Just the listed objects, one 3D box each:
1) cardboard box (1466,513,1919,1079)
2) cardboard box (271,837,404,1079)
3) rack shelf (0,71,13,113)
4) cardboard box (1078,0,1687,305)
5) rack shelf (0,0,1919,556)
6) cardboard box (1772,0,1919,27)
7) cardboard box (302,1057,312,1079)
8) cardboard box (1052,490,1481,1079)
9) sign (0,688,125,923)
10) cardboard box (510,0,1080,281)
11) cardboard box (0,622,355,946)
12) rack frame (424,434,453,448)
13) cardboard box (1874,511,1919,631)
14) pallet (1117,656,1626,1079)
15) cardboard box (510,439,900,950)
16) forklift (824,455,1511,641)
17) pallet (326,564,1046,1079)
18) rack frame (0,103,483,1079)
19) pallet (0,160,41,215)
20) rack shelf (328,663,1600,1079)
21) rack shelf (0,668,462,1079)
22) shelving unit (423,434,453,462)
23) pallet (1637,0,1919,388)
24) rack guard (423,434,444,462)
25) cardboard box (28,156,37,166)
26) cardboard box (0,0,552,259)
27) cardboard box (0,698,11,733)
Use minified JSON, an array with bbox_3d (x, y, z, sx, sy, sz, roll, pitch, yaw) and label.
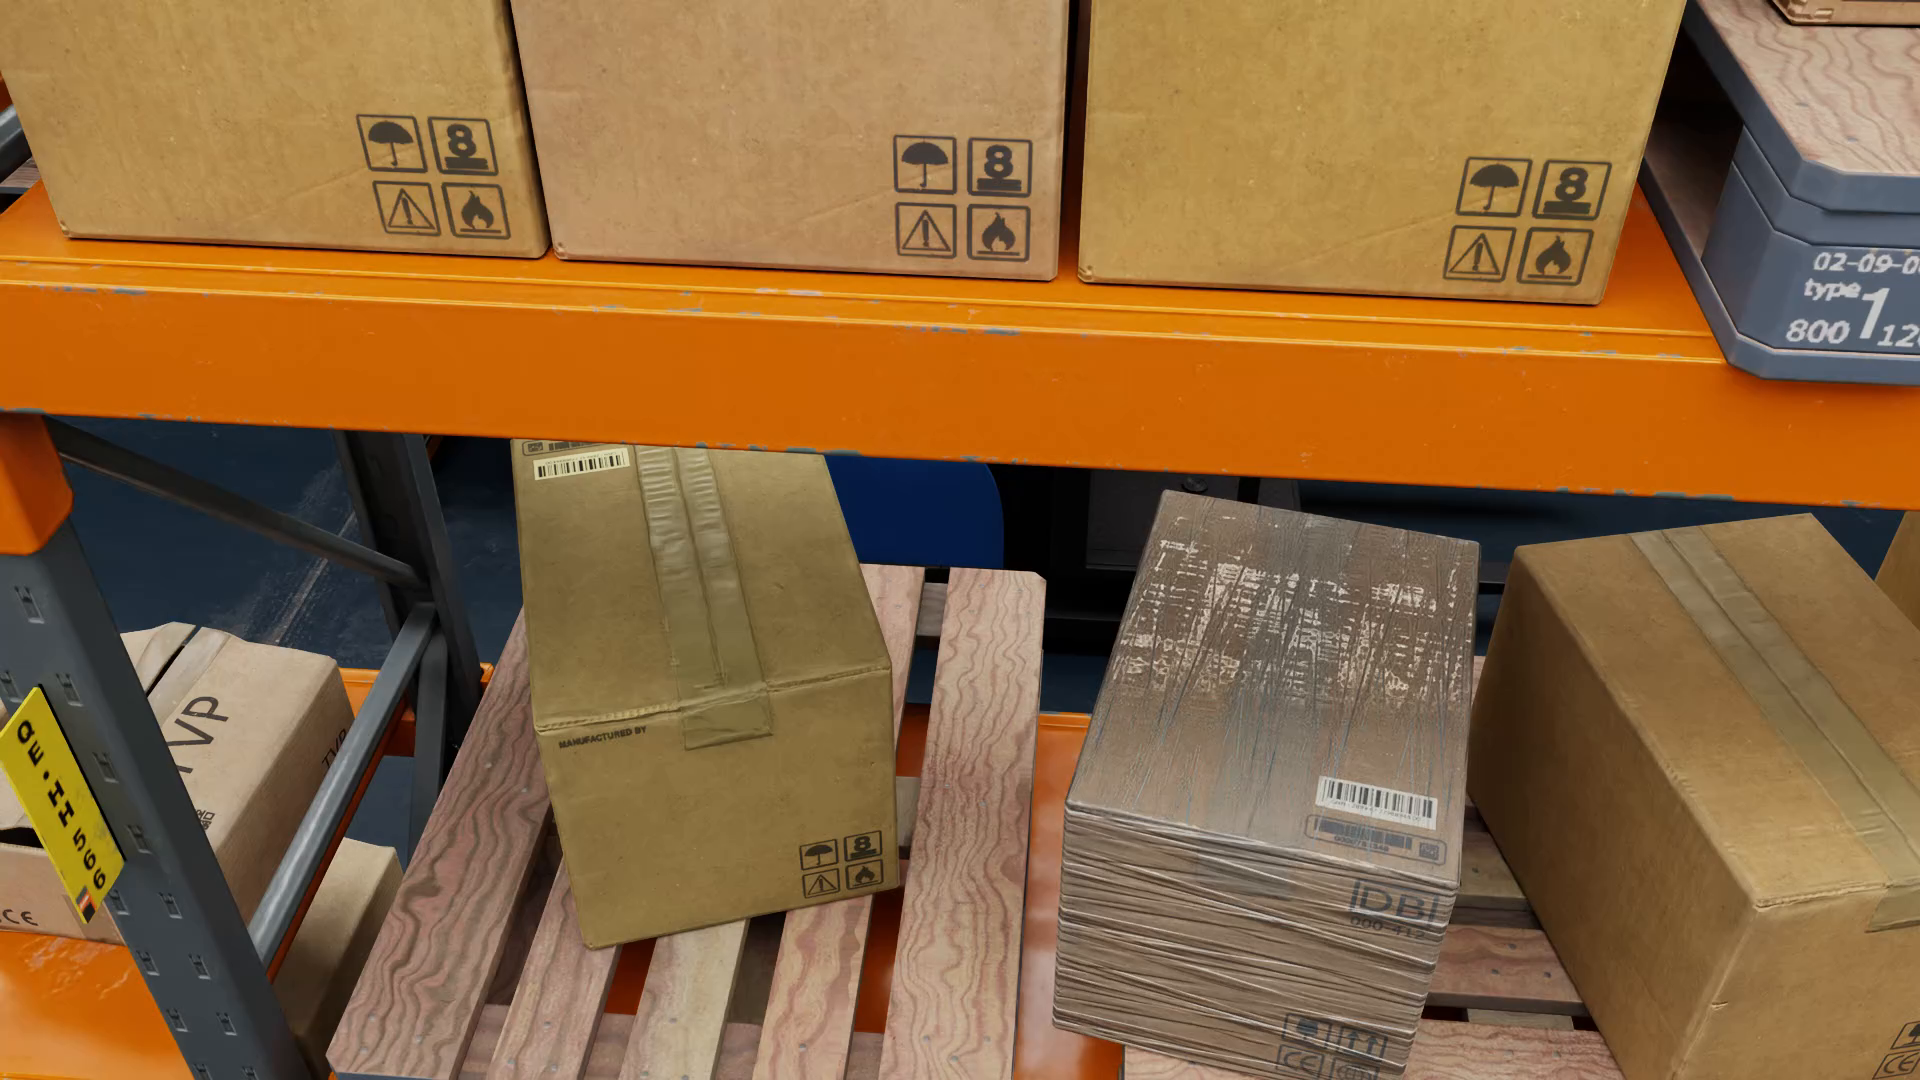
[{"bbox_3d":[1.158,0.390,2.483,0.500,0.500,0.700,-6,40,-8],"label":"cardboard box"},{"bbox_3d":[-1.558,0.904,3.664,0.500,0.311,0.500,4,39,5],"label":"cardboard box"},{"bbox_3d":[-3.054,-0.562,2.258,4.000,0.370,1.077,3,39,4],"label":"rack shelf"},{"bbox_3d":[0.402,-0.712,1.793,0.500,0.500,0.910,3,39,4],"label":"cardboard box"},{"bbox_3d":[0.931,-0.344,1.990,4.000,0.370,1.077,3,39,4],"label":"rack shelf"},{"bbox_3d":[1.099,-0.899,1.611,0.600,0.600,0.600,2,39,2],"label":"cardboard box"},{"bbox_3d":[-1.605,1.244,3.247,0.500,0.311,0.500,4,39,5],"label":"cardboard box"},{"bbox_3d":[0.470,0.363,2.516,0.500,0.500,0.700,10,40,12],"label":"cardboard box"},{"bbox_3d":[-1.106,0.332,2.049,0.005,0.325,0.100,3,39,4],"label":"sign"},{"bbox_3d":[-0.116,-0.740,1.828,0.500,0.500,0.910,3,39,4],"label":"cardboard box"},{"bbox_3d":[-1.420,0.419,2.930,0.500,0.311,0.500,5,39,7],"label":"cardboard box"},{"bbox_3d":[-1.928,-0.876,5.638,0.032,1.500,0.500,3,39,4],"label":"rack frame"},{"bbox_3d":[1.780,0.284,2.614,0.500,0.500,0.700,9,40,11],"label":"cardboard box"},{"bbox_3d":[0.876,0.609,2.778,1.213,0.211,1.003,3,39,4],"label":"pallet"},{"bbox_3d":[-0.424,0.193,2.725,0.500,0.500,0.700,-9,40,-11],"label":"cardboard box"},{"bbox_3d":[0.628,-1.103,4.784,3.031,2.935,1.130,3,39,4],"label":"forklift"},{"bbox_3d":[-0.380,0.499,2.913,1.003,0.211,1.213,3,39,4],"label":"pallet"},{"bbox_3d":[-1.061,0.431,2.844,0.127,3.000,1.000,3,39,4],"label":"rack frame"},{"bbox_3d":[-3.847,-1.779,7.769,1.213,0.211,1.003,3,39,4],"label":"pallet"},{"bbox_3d":[0.931,0.819,2.937,4.000,0.370,1.077,3,39,4],"label":"rack shelf"},{"bbox_3d":[-3.054,0.601,3.205,4.000,0.370,1.077,3,39,4],"label":"rack shelf"},{"bbox_3d":[-1.413,-0.846,5.601,1.083,1.500,0.587,3,39,4],"label":"shelving unit"},{"bbox_3d":[1.246,-0.575,1.853,1.003,0.211,1.213,3,39,4],"label":"pallet"},{"bbox_3d":[-1.909,-0.390,6.031,0.087,0.250,0.587,3,39,4],"label":"rack guard"},{"bbox_3d":[-3.888,-2.074,7.553,0.500,0.500,0.700,4,39,5],"label":"cardboard box"},{"bbox_3d":[-0.624,-0.768,1.862,0.500,0.500,0.910,3,39,4],"label":"cardboard box"},{"bbox_3d":[-1.936,0.295,3.081,0.500,0.311,0.500,3,39,3],"label":"cardboard box"}]
